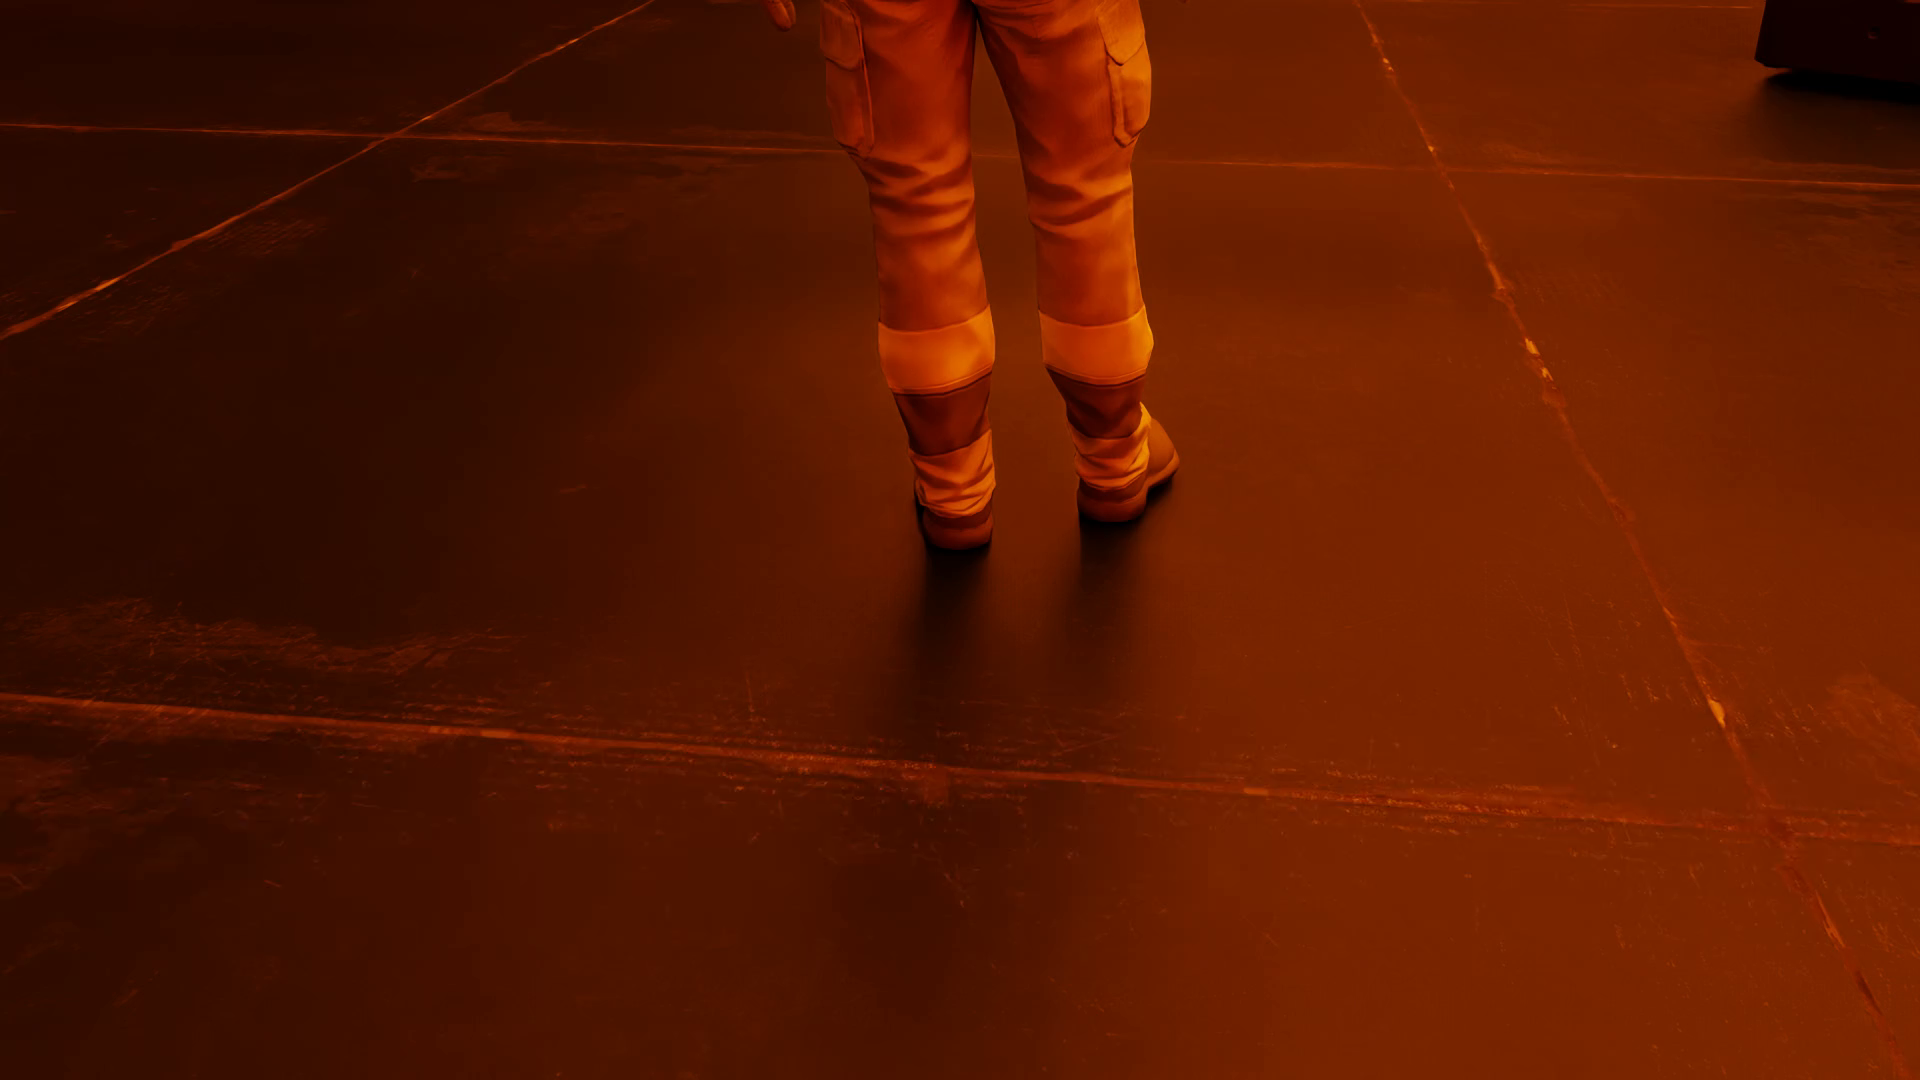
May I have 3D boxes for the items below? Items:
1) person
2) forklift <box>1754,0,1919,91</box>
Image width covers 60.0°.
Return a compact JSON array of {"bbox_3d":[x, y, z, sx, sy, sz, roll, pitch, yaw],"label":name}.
[{"bbox_3d":[0.023,-0.842,2.167,0.637,1.787,0.564,3,27,7],"label":"person"},{"bbox_3d":[4.031,-3.158,5.547,1.130,2.935,3.031,23,35,38],"label":"forklift"}]
